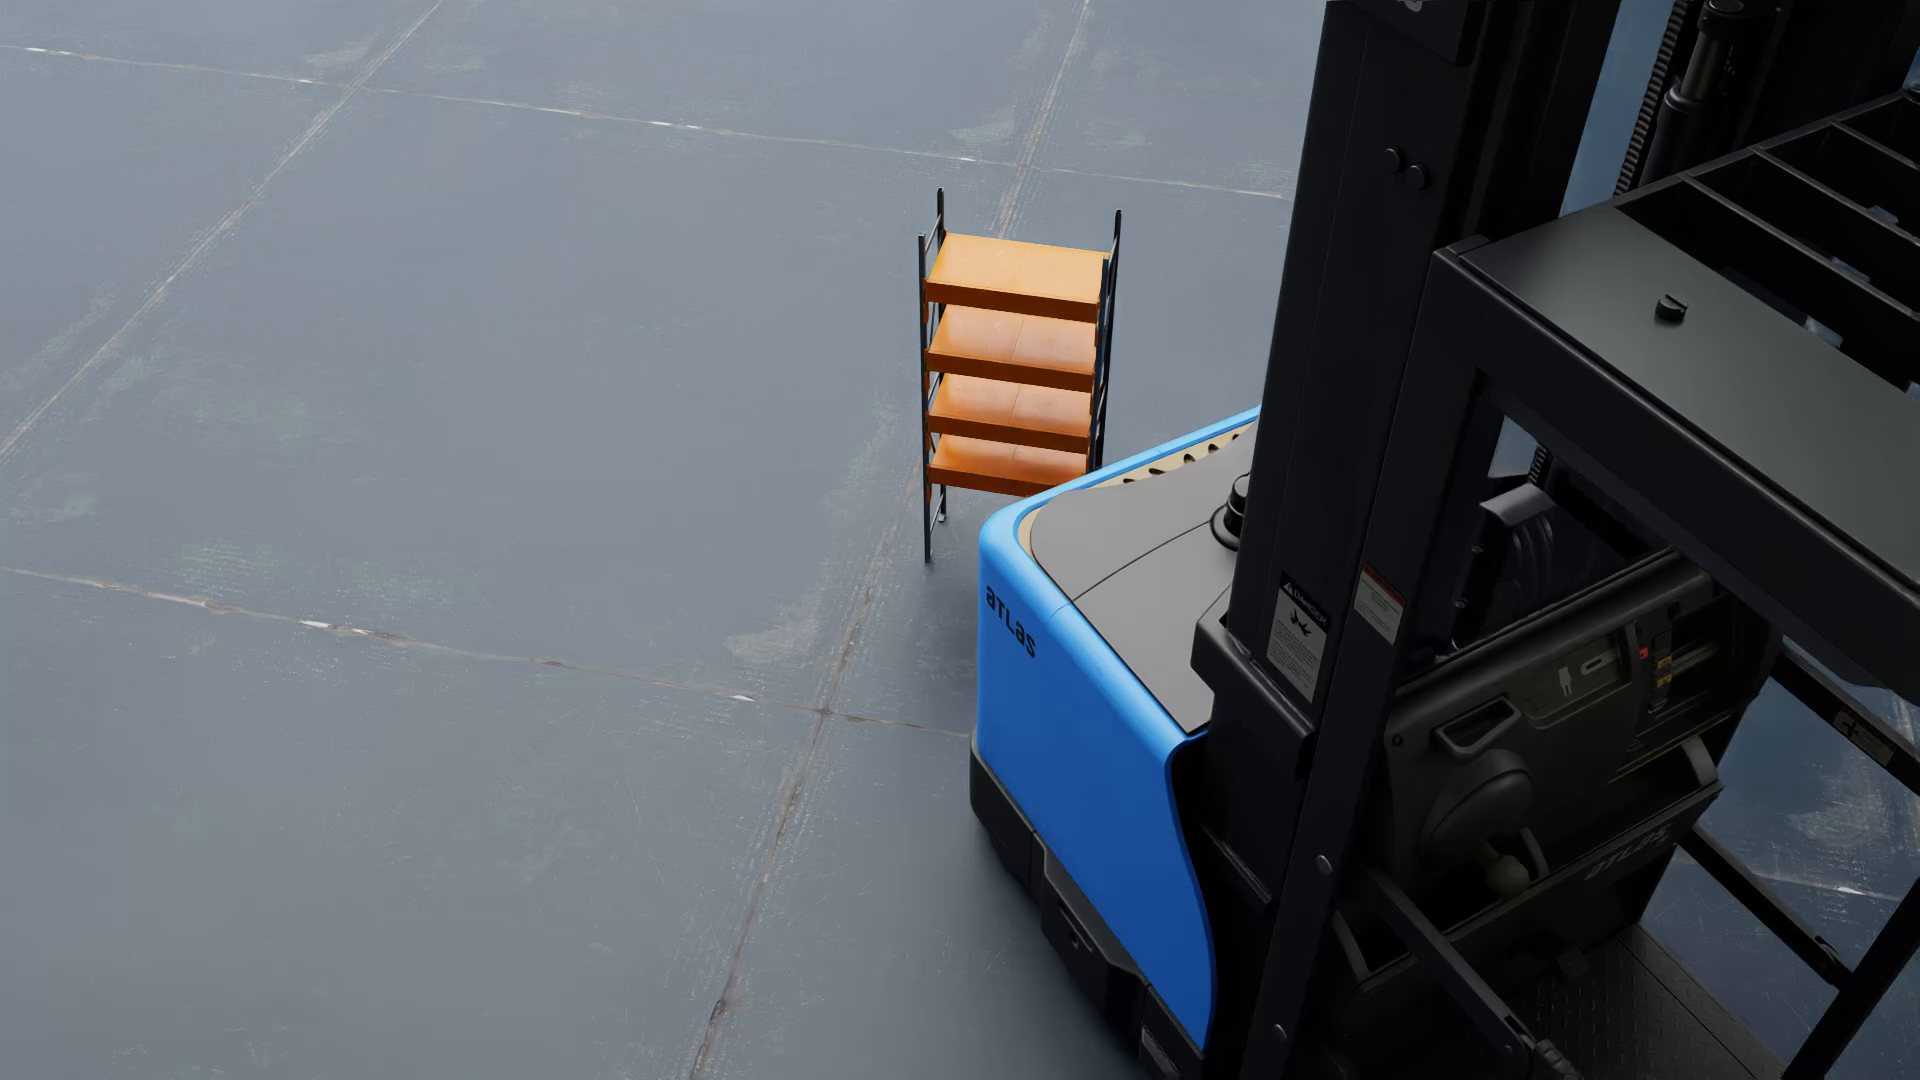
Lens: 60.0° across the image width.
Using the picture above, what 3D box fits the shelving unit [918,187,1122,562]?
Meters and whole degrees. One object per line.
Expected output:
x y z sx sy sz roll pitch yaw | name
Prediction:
0.162 -0.407 4.808 0.503 1.200 0.258 9 45 9 | shelving unit

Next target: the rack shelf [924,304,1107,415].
0.162 -0.520 4.699 0.480 0.148 0.258 9 45 9 | rack shelf

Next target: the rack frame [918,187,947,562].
-0.077 -0.444 4.846 0.015 1.200 0.240 9 45 9 | rack frame

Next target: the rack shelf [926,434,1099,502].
0.162 -0.216 4.992 0.480 0.148 0.258 9 45 9 | rack shelf

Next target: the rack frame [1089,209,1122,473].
0.400 -0.370 4.769 0.015 1.200 0.240 9 45 9 | rack frame

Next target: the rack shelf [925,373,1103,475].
0.162 -0.359 4.855 0.480 0.148 0.258 9 45 9 | rack shelf

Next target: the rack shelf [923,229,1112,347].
0.162 -0.690 4.535 0.480 0.148 0.258 9 45 9 | rack shelf

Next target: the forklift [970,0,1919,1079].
1.199 0.384 2.738 1.130 2.935 3.031 -22 48 -21 | forklift
